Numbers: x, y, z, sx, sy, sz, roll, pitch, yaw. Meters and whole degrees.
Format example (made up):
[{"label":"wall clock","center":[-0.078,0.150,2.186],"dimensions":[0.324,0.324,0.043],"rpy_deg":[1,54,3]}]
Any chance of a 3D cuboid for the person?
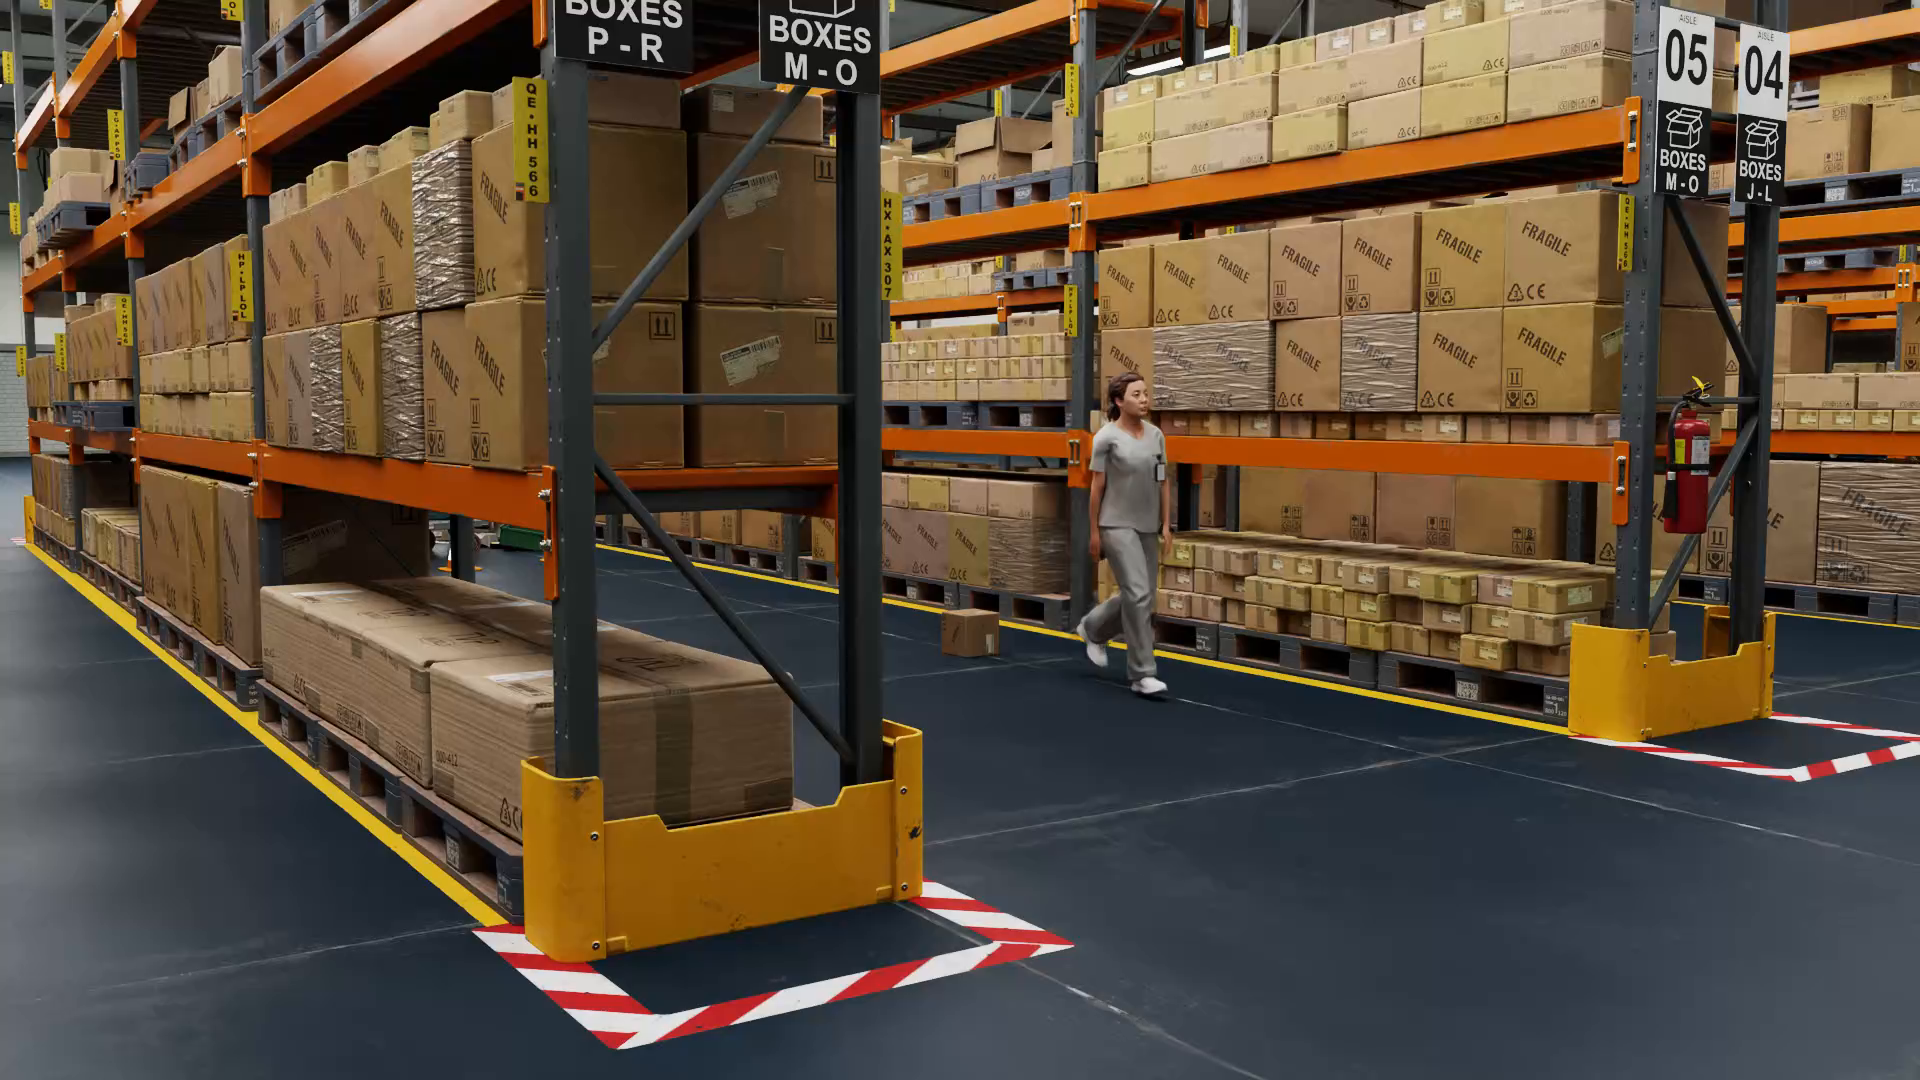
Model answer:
[{"label":"person","center":[0.857,-0.056,8.682],"dimensions":[0.456,1.637,0.891],"rpy_deg":[-3,5,-30]}]
